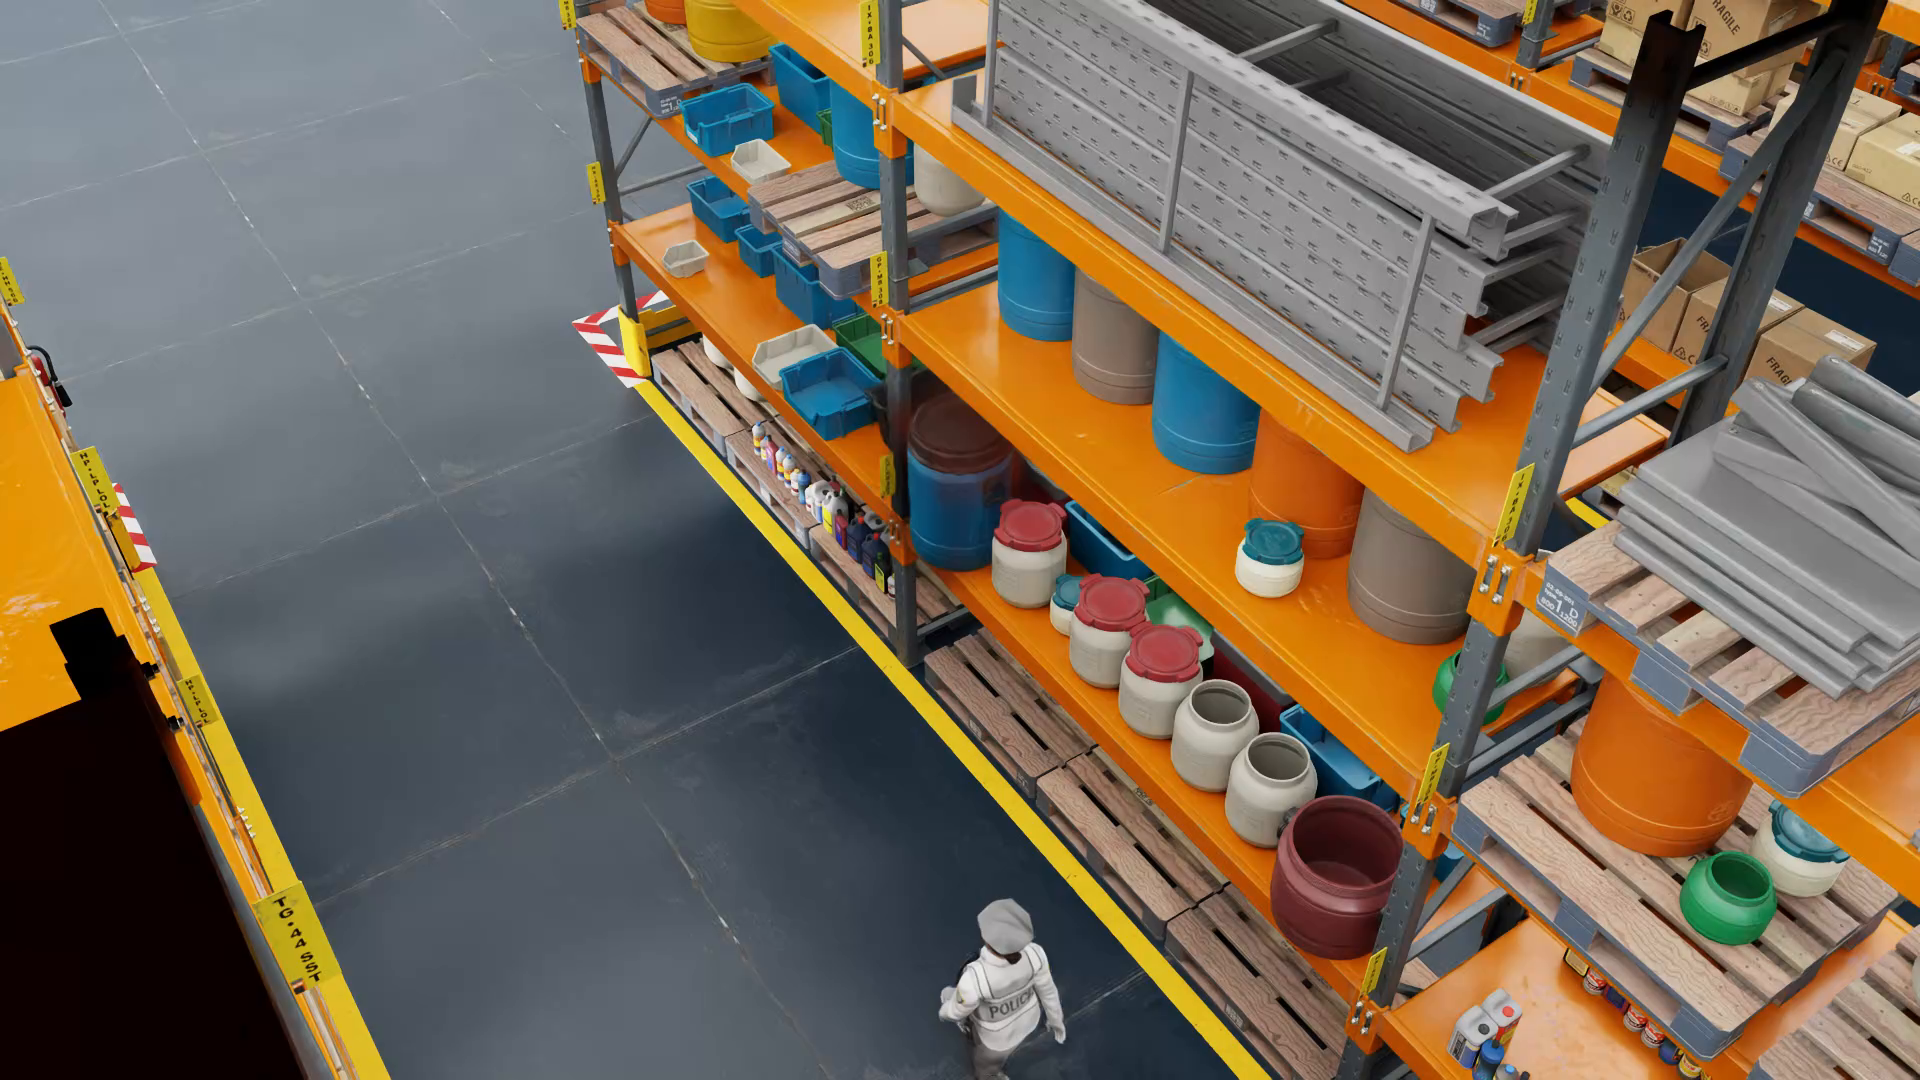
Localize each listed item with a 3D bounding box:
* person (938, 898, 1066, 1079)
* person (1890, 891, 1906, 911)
[{"bbox_3d":[0.150,2.202,7.908,0.495,1.429,1.048,-32,51,-30],"label":"person"},{"bbox_3d":[4.930,1.601,8.804,0.525,1.663,0.502,-2,43,-2],"label":"person"}]
